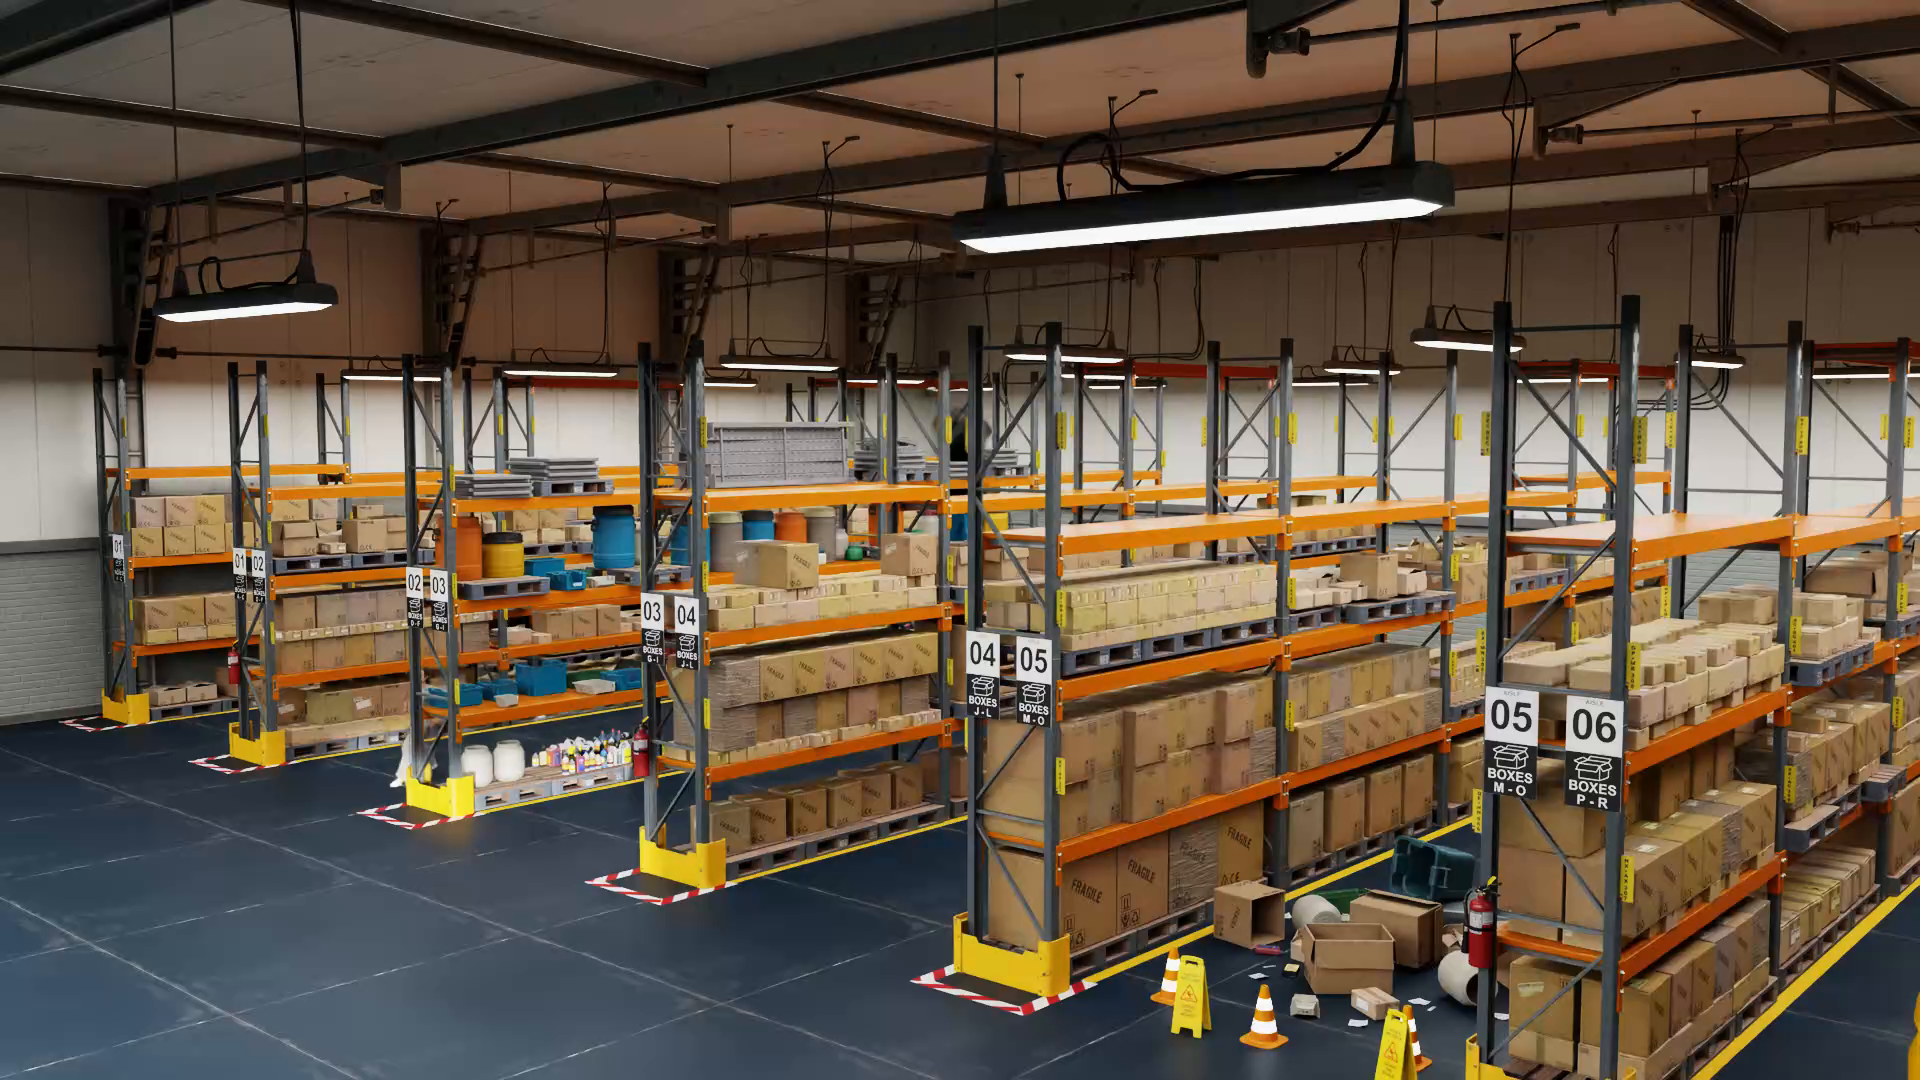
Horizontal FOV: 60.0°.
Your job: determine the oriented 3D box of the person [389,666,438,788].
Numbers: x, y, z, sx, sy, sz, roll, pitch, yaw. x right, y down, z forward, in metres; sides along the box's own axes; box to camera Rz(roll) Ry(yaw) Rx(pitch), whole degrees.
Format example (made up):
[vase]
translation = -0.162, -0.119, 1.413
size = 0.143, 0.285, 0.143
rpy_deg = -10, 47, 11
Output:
[person]
translation = -7.630, 2.611, 23.474
size = 0.644, 1.682, 0.848
rpy_deg = 3, 5, 36
